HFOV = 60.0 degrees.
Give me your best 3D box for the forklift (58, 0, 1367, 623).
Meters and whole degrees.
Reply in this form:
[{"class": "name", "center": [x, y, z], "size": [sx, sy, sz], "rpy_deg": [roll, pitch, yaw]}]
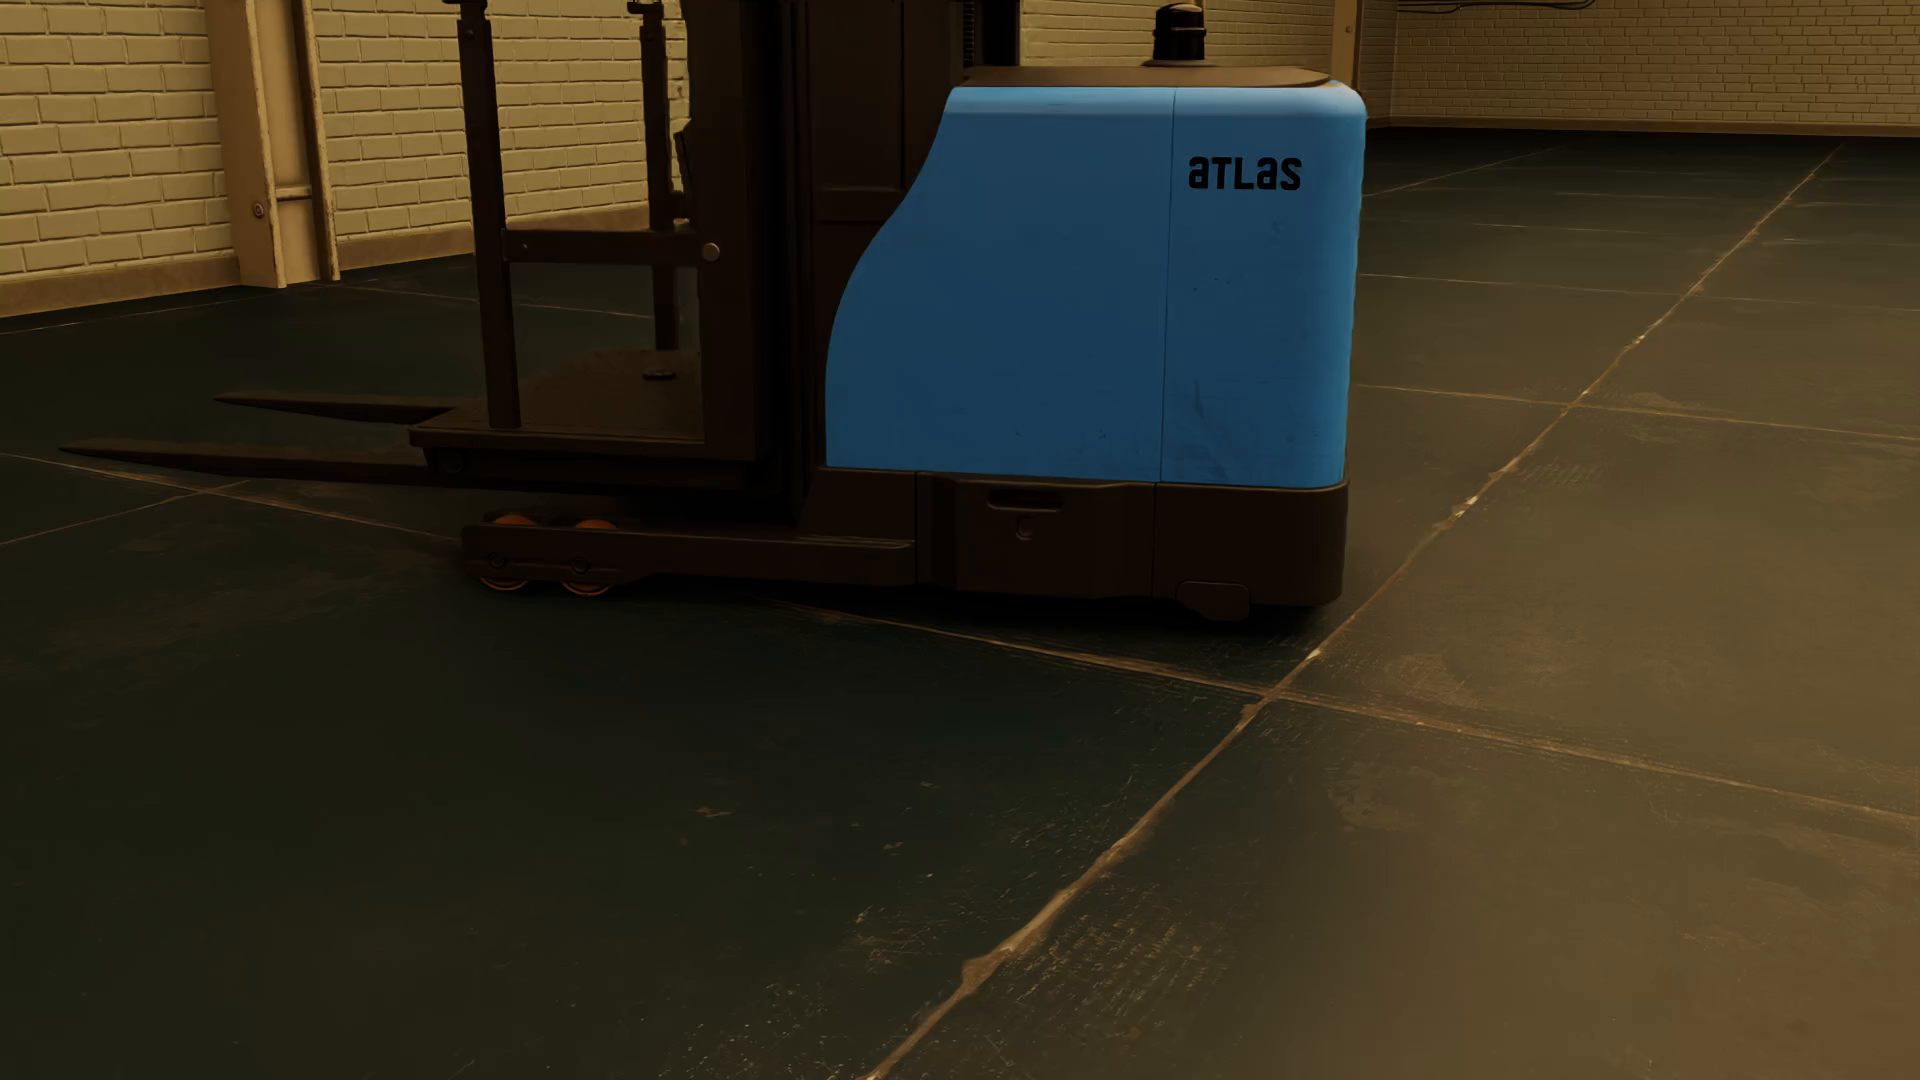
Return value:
[{"class": "forklift", "center": [-0.626, -1.425, 3.691], "size": [3.031, 2.935, 1.130], "rpy_deg": [3, 17, 11]}]
